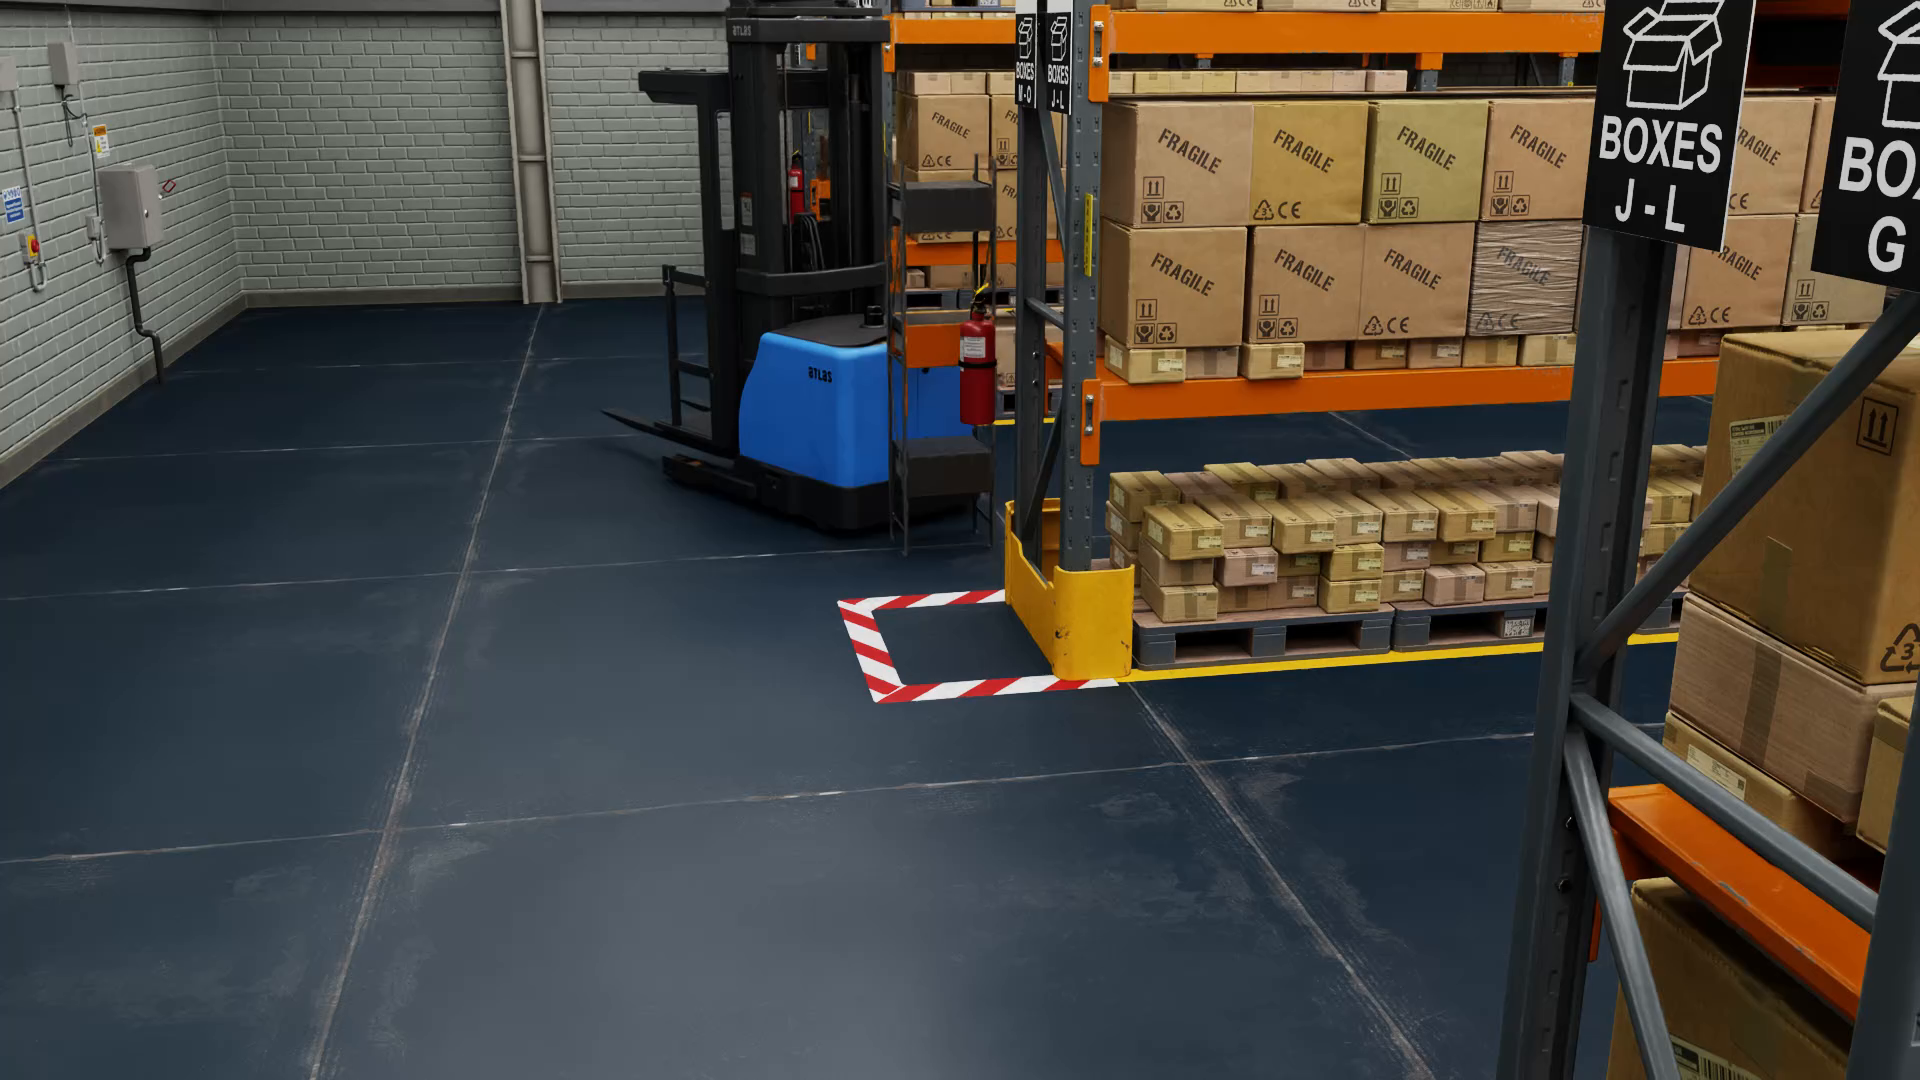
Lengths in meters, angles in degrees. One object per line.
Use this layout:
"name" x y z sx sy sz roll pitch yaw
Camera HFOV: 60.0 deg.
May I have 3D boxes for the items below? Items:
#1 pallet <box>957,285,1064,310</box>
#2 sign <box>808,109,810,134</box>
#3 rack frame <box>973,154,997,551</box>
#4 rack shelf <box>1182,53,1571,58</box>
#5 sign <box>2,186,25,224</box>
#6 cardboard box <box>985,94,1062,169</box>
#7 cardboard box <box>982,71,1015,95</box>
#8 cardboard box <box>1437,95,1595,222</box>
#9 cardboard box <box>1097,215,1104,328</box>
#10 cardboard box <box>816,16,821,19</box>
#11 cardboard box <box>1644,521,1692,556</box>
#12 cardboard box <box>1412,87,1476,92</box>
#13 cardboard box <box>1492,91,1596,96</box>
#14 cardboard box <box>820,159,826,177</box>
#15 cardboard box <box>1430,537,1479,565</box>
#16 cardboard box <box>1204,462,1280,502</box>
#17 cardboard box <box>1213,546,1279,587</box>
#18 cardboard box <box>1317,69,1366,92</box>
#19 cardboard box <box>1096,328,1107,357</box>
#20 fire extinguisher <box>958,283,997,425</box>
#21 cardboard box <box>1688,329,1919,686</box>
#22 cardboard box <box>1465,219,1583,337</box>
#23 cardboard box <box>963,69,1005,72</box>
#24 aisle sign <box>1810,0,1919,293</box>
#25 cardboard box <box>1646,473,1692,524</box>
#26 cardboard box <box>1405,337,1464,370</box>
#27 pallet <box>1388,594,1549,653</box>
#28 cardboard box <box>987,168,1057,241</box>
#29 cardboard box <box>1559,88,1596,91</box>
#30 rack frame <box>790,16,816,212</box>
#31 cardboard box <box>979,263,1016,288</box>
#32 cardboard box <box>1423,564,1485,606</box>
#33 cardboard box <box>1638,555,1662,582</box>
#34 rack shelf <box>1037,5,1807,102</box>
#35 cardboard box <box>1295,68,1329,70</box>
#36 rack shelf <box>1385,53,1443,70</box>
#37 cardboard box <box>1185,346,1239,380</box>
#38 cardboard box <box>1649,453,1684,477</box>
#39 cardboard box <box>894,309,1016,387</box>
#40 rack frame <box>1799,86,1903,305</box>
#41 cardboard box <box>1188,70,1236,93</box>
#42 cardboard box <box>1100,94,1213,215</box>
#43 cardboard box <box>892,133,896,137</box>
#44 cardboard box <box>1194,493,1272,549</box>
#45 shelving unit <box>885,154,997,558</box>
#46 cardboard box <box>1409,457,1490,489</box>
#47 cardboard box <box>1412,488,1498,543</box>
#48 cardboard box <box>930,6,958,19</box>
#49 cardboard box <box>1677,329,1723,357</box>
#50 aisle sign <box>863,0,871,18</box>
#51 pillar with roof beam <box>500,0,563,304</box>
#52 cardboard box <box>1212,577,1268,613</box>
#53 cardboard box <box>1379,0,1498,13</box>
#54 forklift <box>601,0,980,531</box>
"pallet" 0.487 -2.620 17.483 1.213 0.211 1.003 -3 17 -10
"sign" -1.462 -4.095 16.060 0.005 0.325 0.100 -3 17 -10
"rack frame" 0.132 -1.001 8.996 0.015 2.100 0.400 -4 18 -14
"rack shelf" 4.326 -5.261 17.450 4.000 0.370 1.077 -3 17 -10
"sign" -6.203 -2.198 10.898 0.001 0.218 0.327 -3 17 -10
"cardboard box" 0.411 -2.908 11.797 0.500 0.500 0.500 -4 17 -12
"cardboard box" 0.302 -3.199 11.640 0.250 0.149 0.380 -3 17 -9
"cardboard box" 2.418 -1.684 7.304 0.500 0.500 0.500 -4 17 -12
"cardboard box" 0.811 -1.274 7.675 0.500 0.500 0.500 -3 17 -9
"cardboard box" -1.295 -5.236 16.568 0.250 0.149 0.380 -3 17 -9
"cardboard box" 3.309 -0.055 8.014 0.250 0.149 0.380 -3 17 -10
"cardboard box" 3.698 -3.252 12.919 0.500 0.500 0.500 -3 17 -9
"cardboard box" 2.850 -1.869 7.907 0.500 0.500 0.500 -3 17 -10
"cardboard box" -1.291 -3.813 17.045 0.250 0.149 0.380 -3 17 -11
"cardboard box" 2.258 -0.011 7.872 0.250 0.149 0.380 -2 17 -8
"cardboard box" 1.378 -0.259 8.172 0.250 0.149 0.380 -4 17 -12
"cardboard box" 1.261 0.080 7.575 0.250 0.149 0.380 -3 17 -11
"cardboard box" 2.786 -3.373 12.206 0.250 0.149 0.380 -3 17 -9
"cardboard box" 0.685 -0.965 7.772 0.250 0.149 0.380 -3 17 -10
"fire extinguisher" 0.083 -0.889 7.864 0.183 0.674 0.296 -3 17 -10
"cardboard box" 1.688 -0.082 2.940 0.500 0.500 0.500 -3 17 -10
"cardboard box" 2.415 -1.212 7.471 0.500 0.500 0.500 -4 17 -12
"cardboard box" 0.176 -3.380 12.229 0.250 0.149 0.380 -3 17 -11
"aisle sign" 1.246 -0.702 2.061 0.004 0.787 0.394 -3 17 -10
"cardboard box" 3.290 -0.202 7.987 0.250 0.149 0.380 -3 17 -9
"cardboard box" 2.062 -0.882 7.502 0.250 0.149 0.380 -4 17 -12
"pallet" 2.493 0.242 8.166 1.213 0.211 1.003 -3 17 -10
"cardboard box" 0.397 -2.435 11.959 0.500 0.500 0.500 -3 17 -11
"cardboard box" 4.781 -3.160 12.619 0.500 0.500 0.500 -4 17 -12
"rack frame" -1.565 -3.837 16.696 0.127 3.000 1.000 -3 17 -10
"cardboard box" 0.438 -2.887 17.144 0.500 0.500 0.500 -3 17 -9
"cardboard box" 2.243 0.173 7.781 0.250 0.149 0.380 -4 18 -13
"cardboard box" 3.225 0.077 8.091 0.250 0.149 0.380 -4 17 -12
"rack shelf" 2.382 -2.187 7.439 4.000 0.370 1.077 -3 17 -10
"cardboard box" 2.700 -3.504 12.632 0.250 0.149 0.380 -3 17 -10
"rack shelf" 5.271 -3.831 12.792 4.000 0.370 1.077 -3 17 -10
"cardboard box" 1.041 -0.815 7.284 0.250 0.149 0.380 -3 17 -8
"cardboard box" 3.447 -0.344 8.451 0.250 0.149 0.380 -3 17 -11
"cardboard box" 0.009 -1.448 12.566 0.875 0.438 0.875 -4 17 -12
"rack frame" 4.346 -1.208 8.136 0.127 3.000 1.000 -3 17 -10
"cardboard box" 1.798 -3.303 11.980 0.250 0.149 0.380 -4 17 -12
"cardboard box" 0.820 -1.750 7.522 0.500 0.500 0.500 -4 17 -12
"cardboard box" -0.658 -4.038 17.100 0.500 0.250 0.500 -3 17 -10
"cardboard box" 1.245 -0.089 7.619 0.250 0.149 0.380 -3 17 -9
"shelving unit" -0.104 -0.983 8.937 0.503 2.100 0.431 -4 18 -14
"cardboard box" 2.429 -0.291 8.278 0.250 0.149 0.380 -3 17 -10
"cardboard box" 2.285 -0.118 7.714 0.250 0.149 0.380 -3 17 -10
"cardboard box" -0.181 -5.134 16.238 0.250 0.149 0.380 -3 17 -11
"cardboard box" 3.337 -0.967 7.778 0.250 0.149 0.380 -4 17 -12
"aisle sign" -0.636 -3.562 11.371 0.004 0.787 0.394 -3 17 -10
"pillar with roof beam" -3.567 -5.574 12.132 0.400 9.000 9.100 -3 17 -10
"cardboard box" 1.235 0.202 7.686 0.250 0.149 0.380 -3 17 -11
"cardboard box" 1.929 -2.359 7.031 0.500 0.250 0.500 -4 17 -12
"forklift" -1.228 -1.813 10.223 1.130 2.935 3.031 -14 22 -39
